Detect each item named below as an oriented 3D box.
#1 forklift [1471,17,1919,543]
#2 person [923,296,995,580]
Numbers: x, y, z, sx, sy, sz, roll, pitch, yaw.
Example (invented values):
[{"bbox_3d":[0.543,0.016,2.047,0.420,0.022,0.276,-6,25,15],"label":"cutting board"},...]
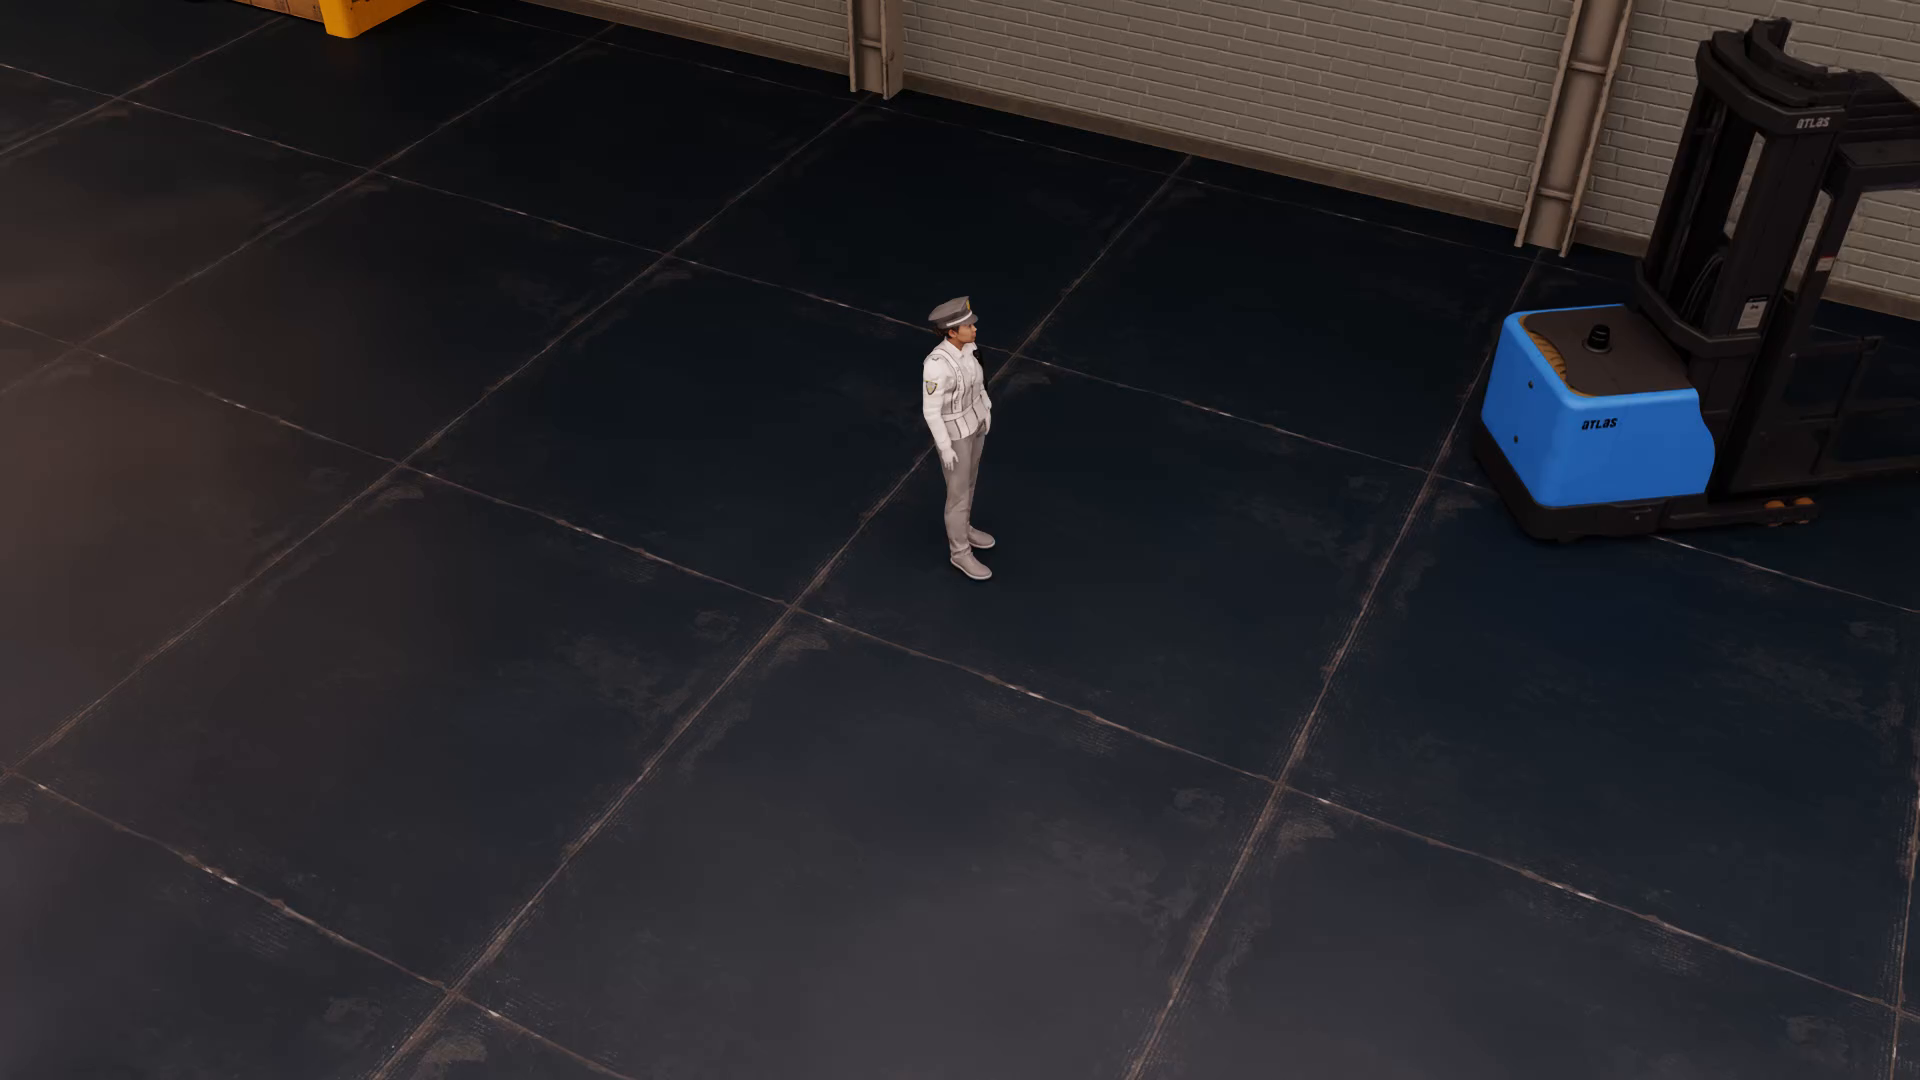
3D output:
[{"bbox_3d":[4.901,-1.537,9.812,3.031,2.935,1.130,-5,40,-6],"label":"forklift"},{"bbox_3d":[0.024,-0.640,9.694,0.417,1.693,0.565,18,43,21],"label":"person"}]
